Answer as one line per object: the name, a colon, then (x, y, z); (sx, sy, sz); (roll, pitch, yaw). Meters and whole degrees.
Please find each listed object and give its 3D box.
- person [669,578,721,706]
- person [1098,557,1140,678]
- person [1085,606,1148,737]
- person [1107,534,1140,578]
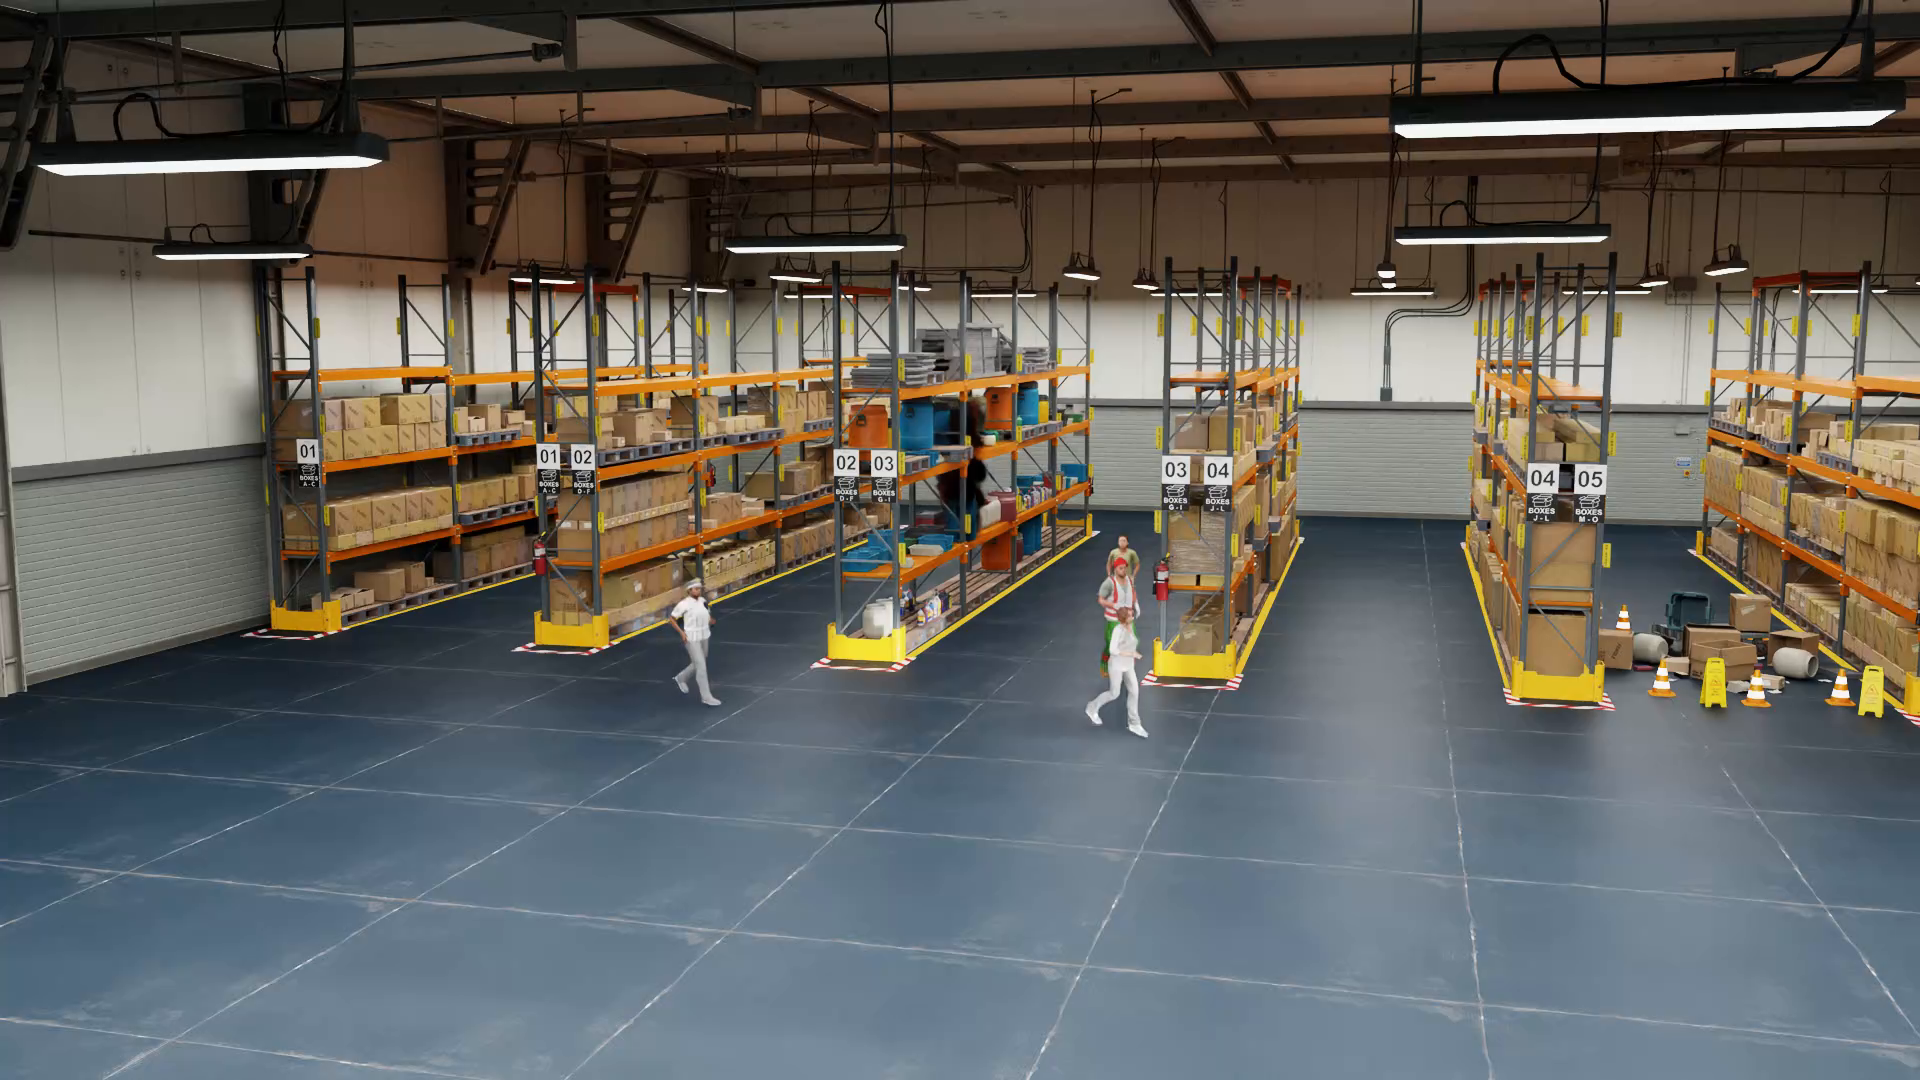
person: (-3.536, 1.335, 22.266); (0.904, 1.671, 0.581); (5, 9, 35)
person: (2.239, 1.157, 23.429); (0.682, 1.855, 0.788); (-3, 8, -19)
person: (1.954, 1.601, 20.643); (0.855, 1.605, 0.516); (6, 9, 38)
person: (2.728, 0.691, 27.781); (0.571, 1.618, 0.584); (2, 7, 13)
